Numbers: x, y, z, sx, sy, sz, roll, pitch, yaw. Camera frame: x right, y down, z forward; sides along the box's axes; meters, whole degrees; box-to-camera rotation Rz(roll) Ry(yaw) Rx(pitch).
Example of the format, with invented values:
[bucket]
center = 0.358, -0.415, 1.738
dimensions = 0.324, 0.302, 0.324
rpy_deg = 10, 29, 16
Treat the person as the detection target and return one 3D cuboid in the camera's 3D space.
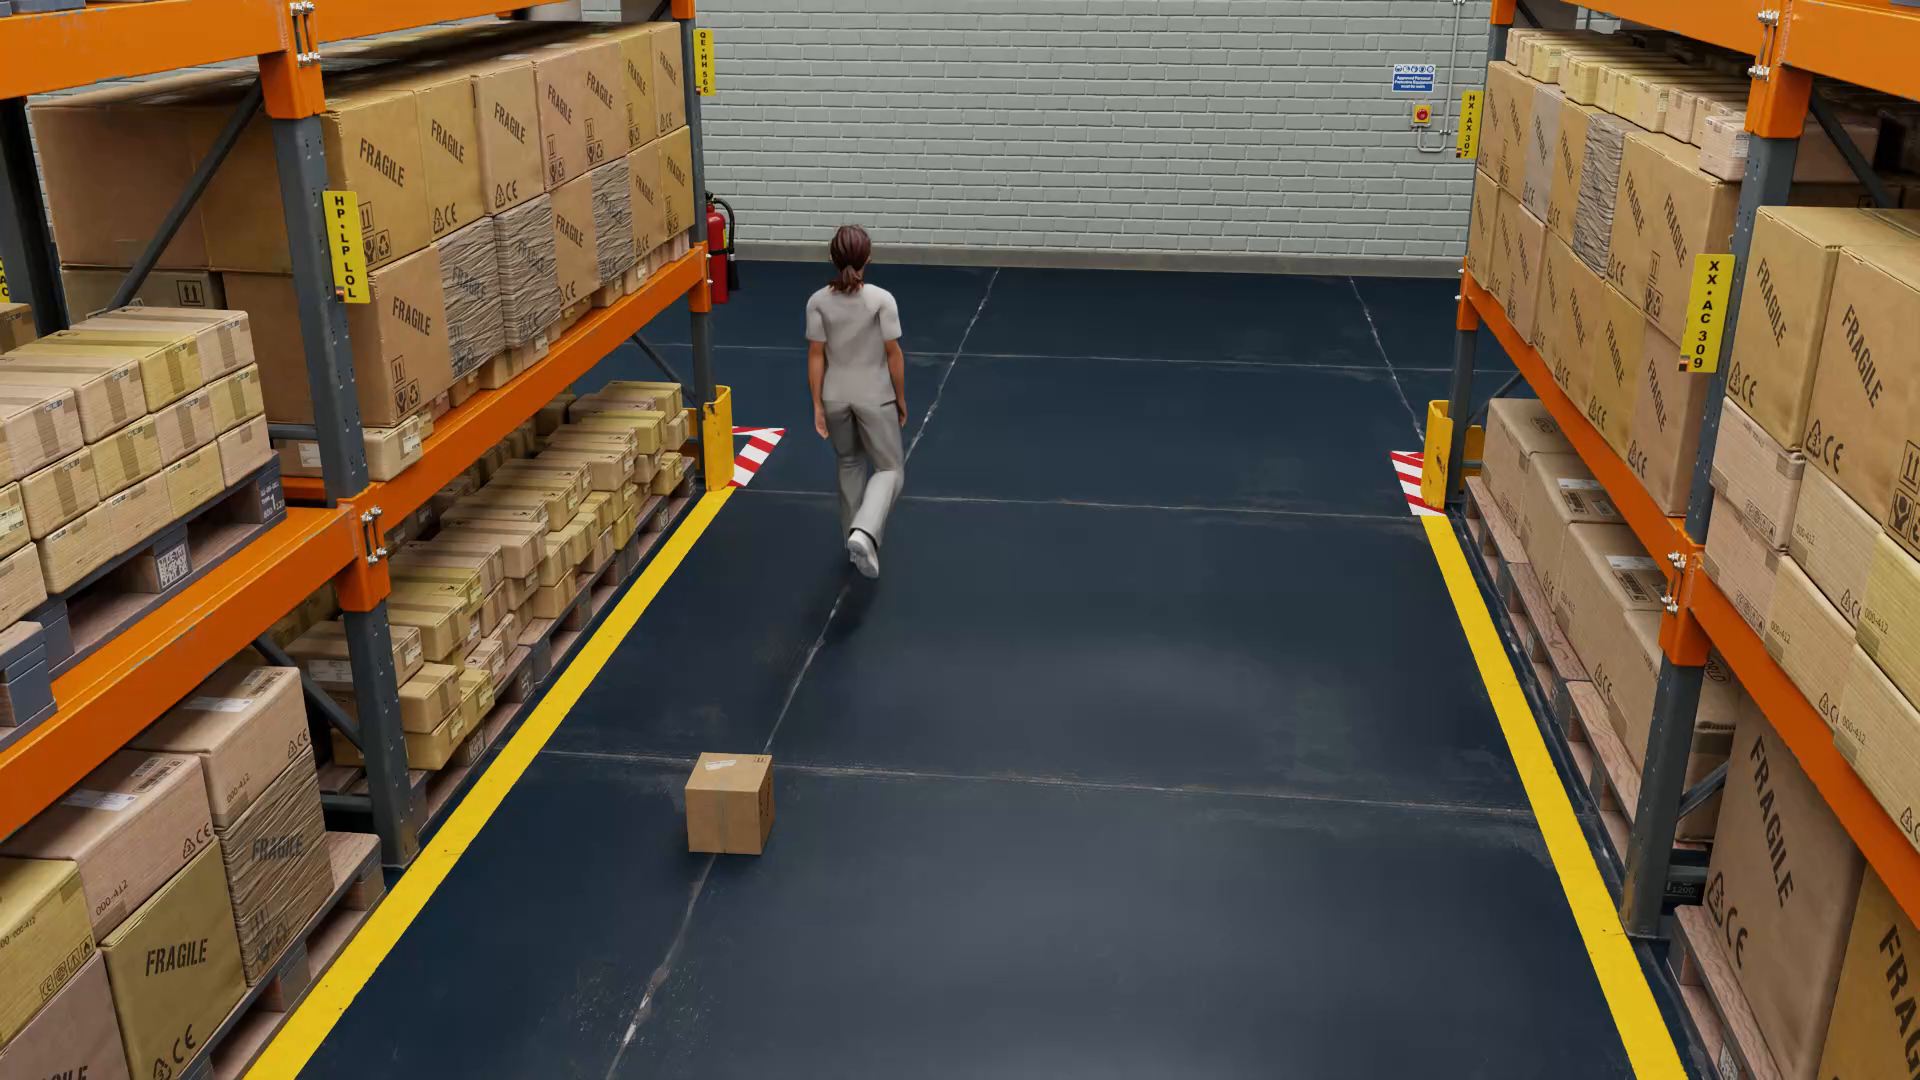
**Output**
[person]
center = -0.480, -0.621, 7.637
dimensions = 0.441, 1.645, 0.763
rpy_deg = 4, 22, 10
